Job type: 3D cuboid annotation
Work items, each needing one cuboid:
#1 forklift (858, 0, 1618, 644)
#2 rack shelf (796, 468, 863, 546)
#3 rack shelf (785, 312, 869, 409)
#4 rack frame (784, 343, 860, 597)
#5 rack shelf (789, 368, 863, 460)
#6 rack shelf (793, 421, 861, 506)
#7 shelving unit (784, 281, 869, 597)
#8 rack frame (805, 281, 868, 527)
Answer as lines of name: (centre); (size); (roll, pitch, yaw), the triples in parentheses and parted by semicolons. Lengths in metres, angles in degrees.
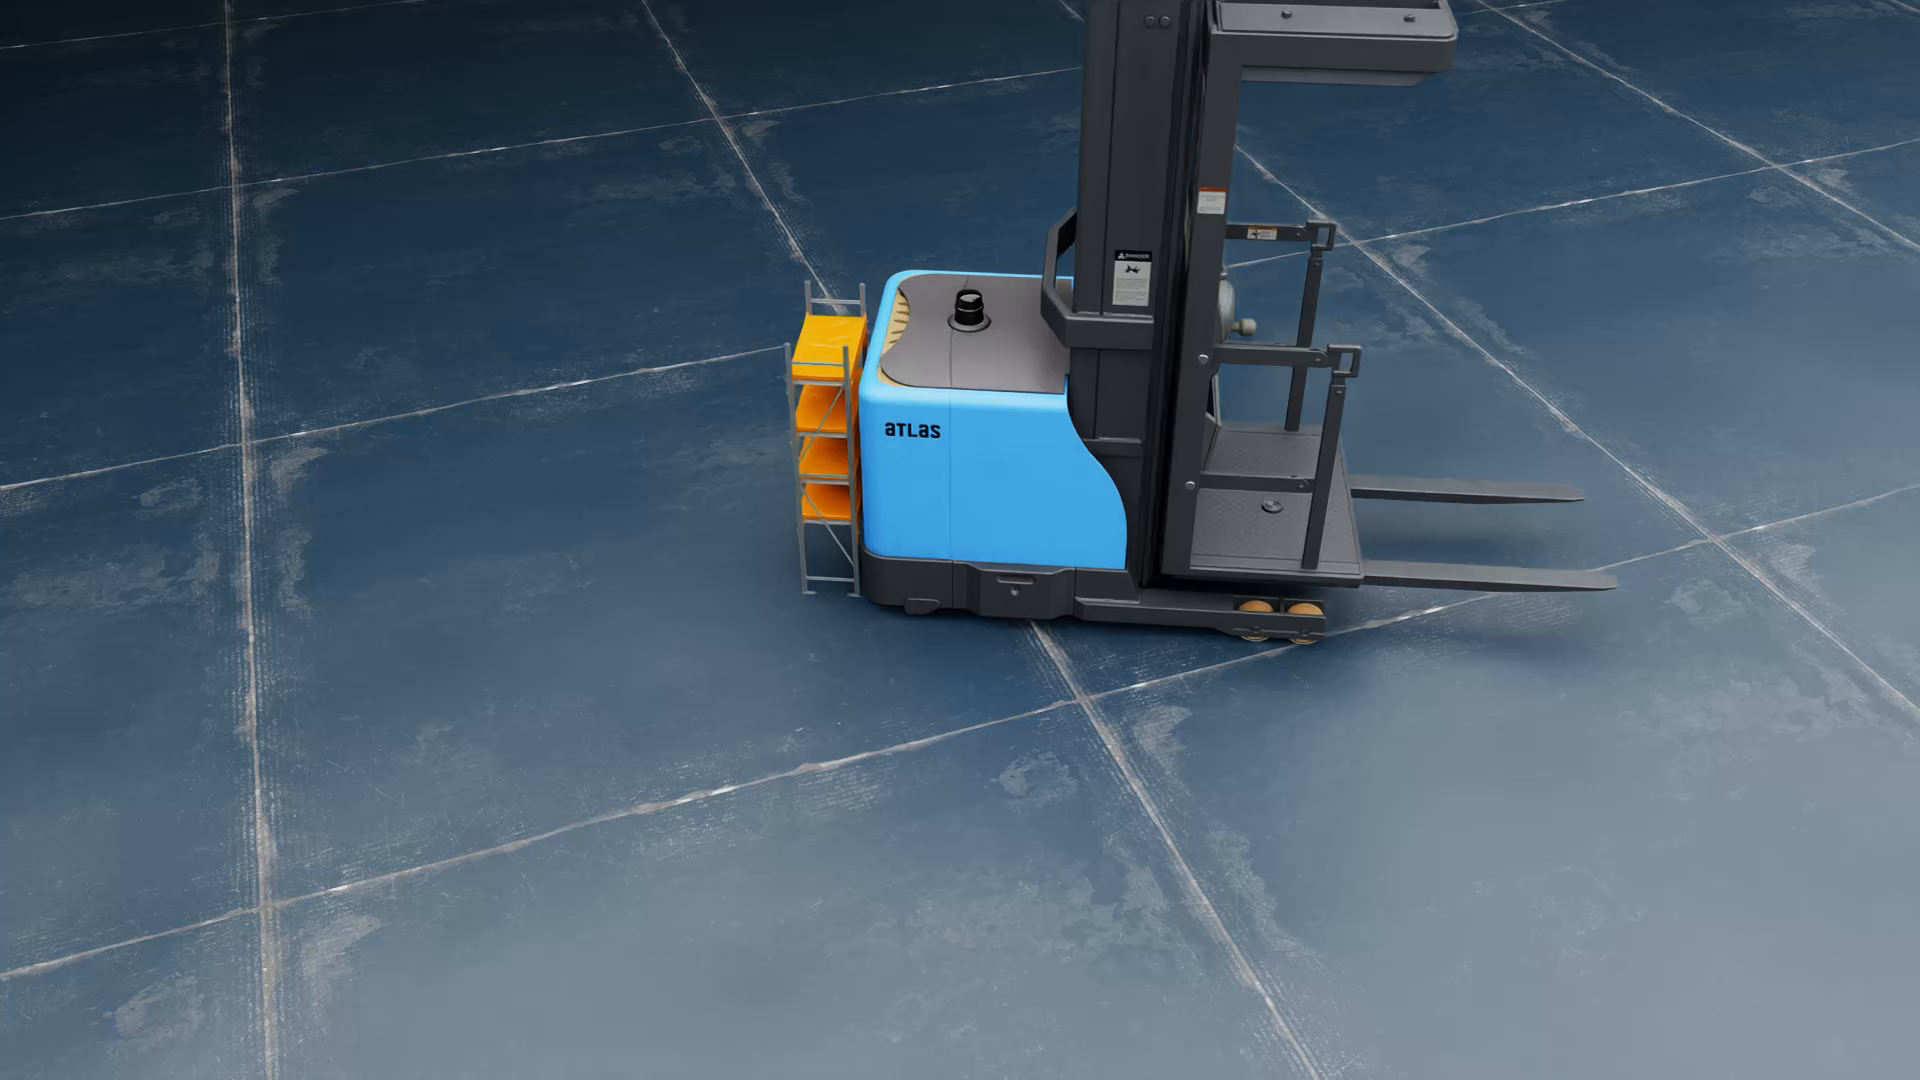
forklift: (1.147, -1.087, 6.257); (3.031, 2.935, 1.130); (3, 37, 4)
rack shelf: (-0.518, -0.185, 6.941); (0.258, 0.148, 0.480); (3, 37, 4)
rack shelf: (-0.518, -0.712, 6.544); (0.258, 0.148, 0.480); (3, 37, 4)
rack frame: (-0.538, -0.251, 6.587); (0.240, 1.200, 0.015); (3, 37, 4)
rack shelf: (-0.518, -0.523, 6.687); (0.258, 0.148, 0.480); (3, 37, 4)
rack shelf: (-0.518, -0.344, 6.821); (0.258, 0.148, 0.480); (3, 37, 4)
shelving unit: (-0.518, -0.398, 6.781); (0.258, 1.200, 0.503); (3, 37, 4)
rack frame: (-0.498, -0.544, 6.975); (0.240, 1.200, 0.015); (3, 37, 4)
